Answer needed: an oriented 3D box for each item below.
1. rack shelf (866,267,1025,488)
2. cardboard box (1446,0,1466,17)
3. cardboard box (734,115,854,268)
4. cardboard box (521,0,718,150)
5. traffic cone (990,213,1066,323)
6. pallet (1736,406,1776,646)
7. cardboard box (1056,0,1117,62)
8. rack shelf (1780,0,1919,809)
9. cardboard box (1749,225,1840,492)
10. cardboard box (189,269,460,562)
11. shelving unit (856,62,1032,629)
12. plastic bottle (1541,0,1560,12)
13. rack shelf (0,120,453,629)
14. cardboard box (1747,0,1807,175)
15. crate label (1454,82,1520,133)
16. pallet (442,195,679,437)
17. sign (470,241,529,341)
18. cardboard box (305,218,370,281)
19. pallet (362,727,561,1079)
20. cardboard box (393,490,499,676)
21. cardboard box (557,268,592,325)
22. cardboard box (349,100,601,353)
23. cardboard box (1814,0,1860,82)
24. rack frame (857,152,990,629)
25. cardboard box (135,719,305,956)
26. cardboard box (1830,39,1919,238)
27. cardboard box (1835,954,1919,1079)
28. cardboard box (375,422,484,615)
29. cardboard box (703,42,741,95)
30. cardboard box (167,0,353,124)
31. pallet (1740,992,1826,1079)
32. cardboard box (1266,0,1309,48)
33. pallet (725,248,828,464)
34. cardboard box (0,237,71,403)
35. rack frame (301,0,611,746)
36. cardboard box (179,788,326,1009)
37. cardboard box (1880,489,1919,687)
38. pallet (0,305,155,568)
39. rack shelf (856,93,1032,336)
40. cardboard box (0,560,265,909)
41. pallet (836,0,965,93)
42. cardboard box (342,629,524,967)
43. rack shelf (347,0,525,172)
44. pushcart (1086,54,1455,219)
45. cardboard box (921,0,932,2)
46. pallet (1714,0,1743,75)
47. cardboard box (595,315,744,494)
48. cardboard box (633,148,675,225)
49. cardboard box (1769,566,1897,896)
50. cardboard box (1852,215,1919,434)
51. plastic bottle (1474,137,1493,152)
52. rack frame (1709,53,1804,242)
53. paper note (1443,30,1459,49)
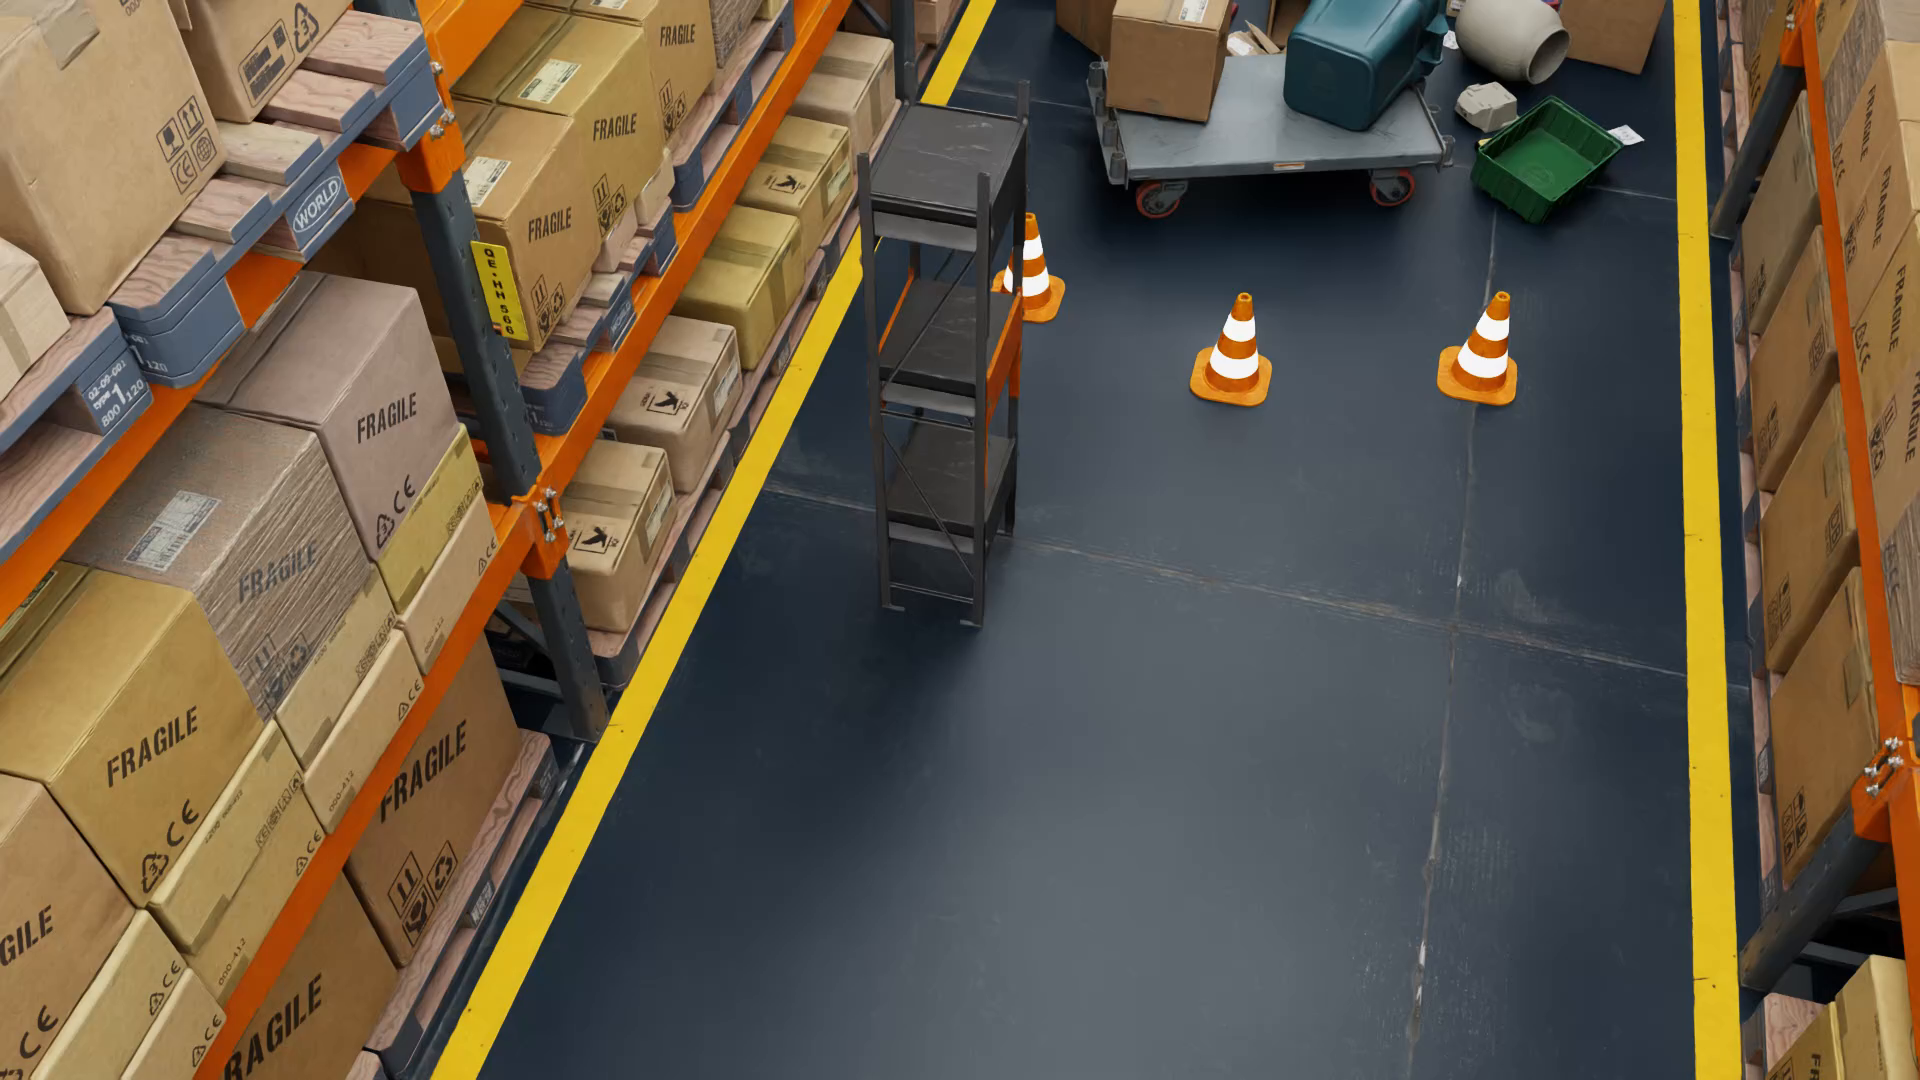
[{"bbox_3d":[-0.044,-0.566,5.786,0.431,0.518,0.480,12,50,10],"label":"rack shelf"},{"bbox_3d":[2.754,-3.084,9.214,0.396,0.266,0.258,19,51,16],"label":"cardboard box"},{"bbox_3d":[-1.045,-1.655,7.601,0.950,0.372,0.625,14,50,12],"label":"cardboard box"},{"bbox_3d":[-1.171,-1.706,5.629,0.500,0.500,0.500,12,50,11],"label":"cardboard box"},{"bbox_3d":[0.301,-1.273,7.484,0.336,0.463,0.334,12,50,10],"label":"traffic cone"},{"bbox_3d":[3.629,-0.001,6.529,1.003,0.211,1.213,12,50,10],"label":"pallet"},{"bbox_3d":[0.871,-2.966,8.951,0.500,0.500,0.500,-27,54,-22],"label":"cardboard box"},{"bbox_3d":[3.552,-0.697,5.763,1.077,0.370,4.000,12,50,10],"label":"rack shelf"},{"bbox_3d":[3.744,-0.613,6.429,1.050,0.750,0.750,12,50,10],"label":"cardboard box"},{"bbox_3d":[-1.660,-0.331,4.226,0.500,0.500,0.500,10,49,9],"label":"cardboard box"},{"bbox_3d":[-0.044,-0.575,5.776,0.431,2.100,0.503,12,50,10],"label":"shelving unit"},{"bbox_3d":[3.180,-2.993,9.269,0.283,0.061,0.133,-4,49,-3],"label":"plastic bottle"},{"bbox_3d":[-2.303,0.300,2.883,1.077,0.370,4.000,12,50,10],"label":"rack shelf"},{"bbox_3d":[4.312,-2.259,7.799,0.875,0.875,0.875,12,50,11],"label":"cardboard box"},{"bbox_3d":[2.709,-2.235,8.550,0.298,0.136,0.250,-19,51,-16],"label":"crate label"},{"bbox_3d":[-1.691,-0.865,5.560,1.213,0.211,1.003,12,50,10],"label":"pallet"},{"bbox_3d":[-1.240,-0.668,4.486,0.100,0.325,0.005,12,50,10],"label":"sign"},{"bbox_3d":[-1.925,-1.047,5.047,0.500,0.500,0.500,10,49,9],"label":"cardboard box"},{"bbox_3d":[-2.056,1.086,5.570,1.003,0.211,1.213,12,50,10],"label":"pallet"},{"bbox_3d":[-1.659,0.074,4.703,0.500,0.250,0.500,10,49,9],"label":"cardboard box"},{"bbox_3d":[-1.405,-0.844,5.301,0.380,0.149,0.250,9,49,8],"label":"cardboard box"},{"bbox_3d":[-1.435,-0.943,4.955,0.500,0.500,0.500,10,49,9],"label":"cardboard box"},{"bbox_3d":[3.681,-2.088,6.444,0.500,0.500,0.500,12,50,10],"label":"cardboard box"},{"bbox_3d":[-0.108,-0.399,5.620,0.400,2.100,0.015,12,50,10],"label":"rack frame"},{"bbox_3d":[-1.905,0.638,3.871,0.500,0.250,0.500,10,49,9],"label":"cardboard box"},{"bbox_3d":[3.414,-1.361,5.803,0.500,0.500,0.500,11,50,10],"label":"cardboard box"},{"bbox_3d":[2.611,1.402,4.317,0.500,0.250,0.500,10,49,8],"label":"cardboard box"},{"bbox_3d":[-1.659,-0.108,4.530,0.500,0.250,0.500,11,50,10],"label":"cardboard box"},{"bbox_3d":[-1.039,-1.806,6.150,0.380,0.149,0.250,13,50,11],"label":"cardboard box"},{"bbox_3d":[-1.730,-1.256,3.427,0.797,0.503,0.637,9,49,8],"label":"cardboard box"},{"bbox_3d":[2.819,1.999,4.764,1.003,0.211,1.213,12,50,10],"label":"pallet"},{"bbox_3d":[2.071,-2.950,8.846,0.797,0.637,0.503,12,50,10],"label":"cardboard box"},{"bbox_3d":[-1.246,-0.914,7.335,1.003,0.211,1.213,12,50,10],"label":"pallet"},{"bbox_3d":[-1.801,-0.414,2.843,0.396,0.266,0.258,10,49,9],"label":"cardboard box"},{"bbox_3d":[-1.776,-0.392,5.014,1.000,3.000,0.127,12,50,10],"label":"rack frame"},{"bbox_3d":[-1.926,0.808,4.055,0.500,0.250,0.500,11,50,10],"label":"cardboard box"},{"bbox_3d":[2.885,0.099,4.514,0.500,0.500,0.500,12,50,10],"label":"cardboard box"},{"bbox_3d":[-2.186,-0.037,2.826,1.003,0.211,1.213,14,50,12],"label":"pallet"},{"bbox_3d":[-0.044,-1.029,5.261,0.431,0.518,0.480,12,50,10],"label":"rack shelf"},{"bbox_3d":[-1.924,0.400,3.582,0.500,0.500,0.500,12,50,10],"label":"cardboard box"},{"bbox_3d":[-0.581,-2.856,9.048,1.003,0.211,1.213,12,50,10],"label":"pallet"},{"bbox_3d":[-2.038,0.655,5.227,0.875,0.875,0.875,11,50,10],"label":"cardboard box"},{"bbox_3d":[-1.250,-2.594,5.436,1.077,0.370,4.000,12,50,10],"label":"rack shelf"},{"bbox_3d":[1.489,-2.004,8.186,1.648,0.377,0.936,-4,49,-3],"label":"pushcart"},{"bbox_3d":[-0.308,-3.136,8.490,0.500,0.500,0.500,14,50,12],"label":"cardboard box"},{"bbox_3d":[4.673,-2.879,9.069,1.003,0.211,1.213,12,50,10],"label":"pallet"},{"bbox_3d":[-1.431,-0.604,6.674,0.950,0.372,0.625,11,49,9],"label":"cardboard box"},{"bbox_3d":[-1.196,-1.228,5.640,0.380,0.149,0.250,12,50,10],"label":"cardboard box"},{"bbox_3d":[3.273,0.694,5.276,1.050,0.750,0.750,11,49,10],"label":"cardboard box"},{"bbox_3d":[3.150,-0.623,5.151,0.500,0.500,0.500,11,49,9],"label":"cardboard box"},{"bbox_3d":[2.695,-1.907,8.311,0.133,0.061,0.283,-11,50,-10],"label":"plastic bottle"},{"bbox_3d":[4.079,-2.382,6.770,1.000,3.000,0.127,12,50,10],"label":"rack frame"},{"bbox_3d":[2.671,-2.740,9.072,0.172,0.023,0.155,28,54,22],"label":"paper note"}]
